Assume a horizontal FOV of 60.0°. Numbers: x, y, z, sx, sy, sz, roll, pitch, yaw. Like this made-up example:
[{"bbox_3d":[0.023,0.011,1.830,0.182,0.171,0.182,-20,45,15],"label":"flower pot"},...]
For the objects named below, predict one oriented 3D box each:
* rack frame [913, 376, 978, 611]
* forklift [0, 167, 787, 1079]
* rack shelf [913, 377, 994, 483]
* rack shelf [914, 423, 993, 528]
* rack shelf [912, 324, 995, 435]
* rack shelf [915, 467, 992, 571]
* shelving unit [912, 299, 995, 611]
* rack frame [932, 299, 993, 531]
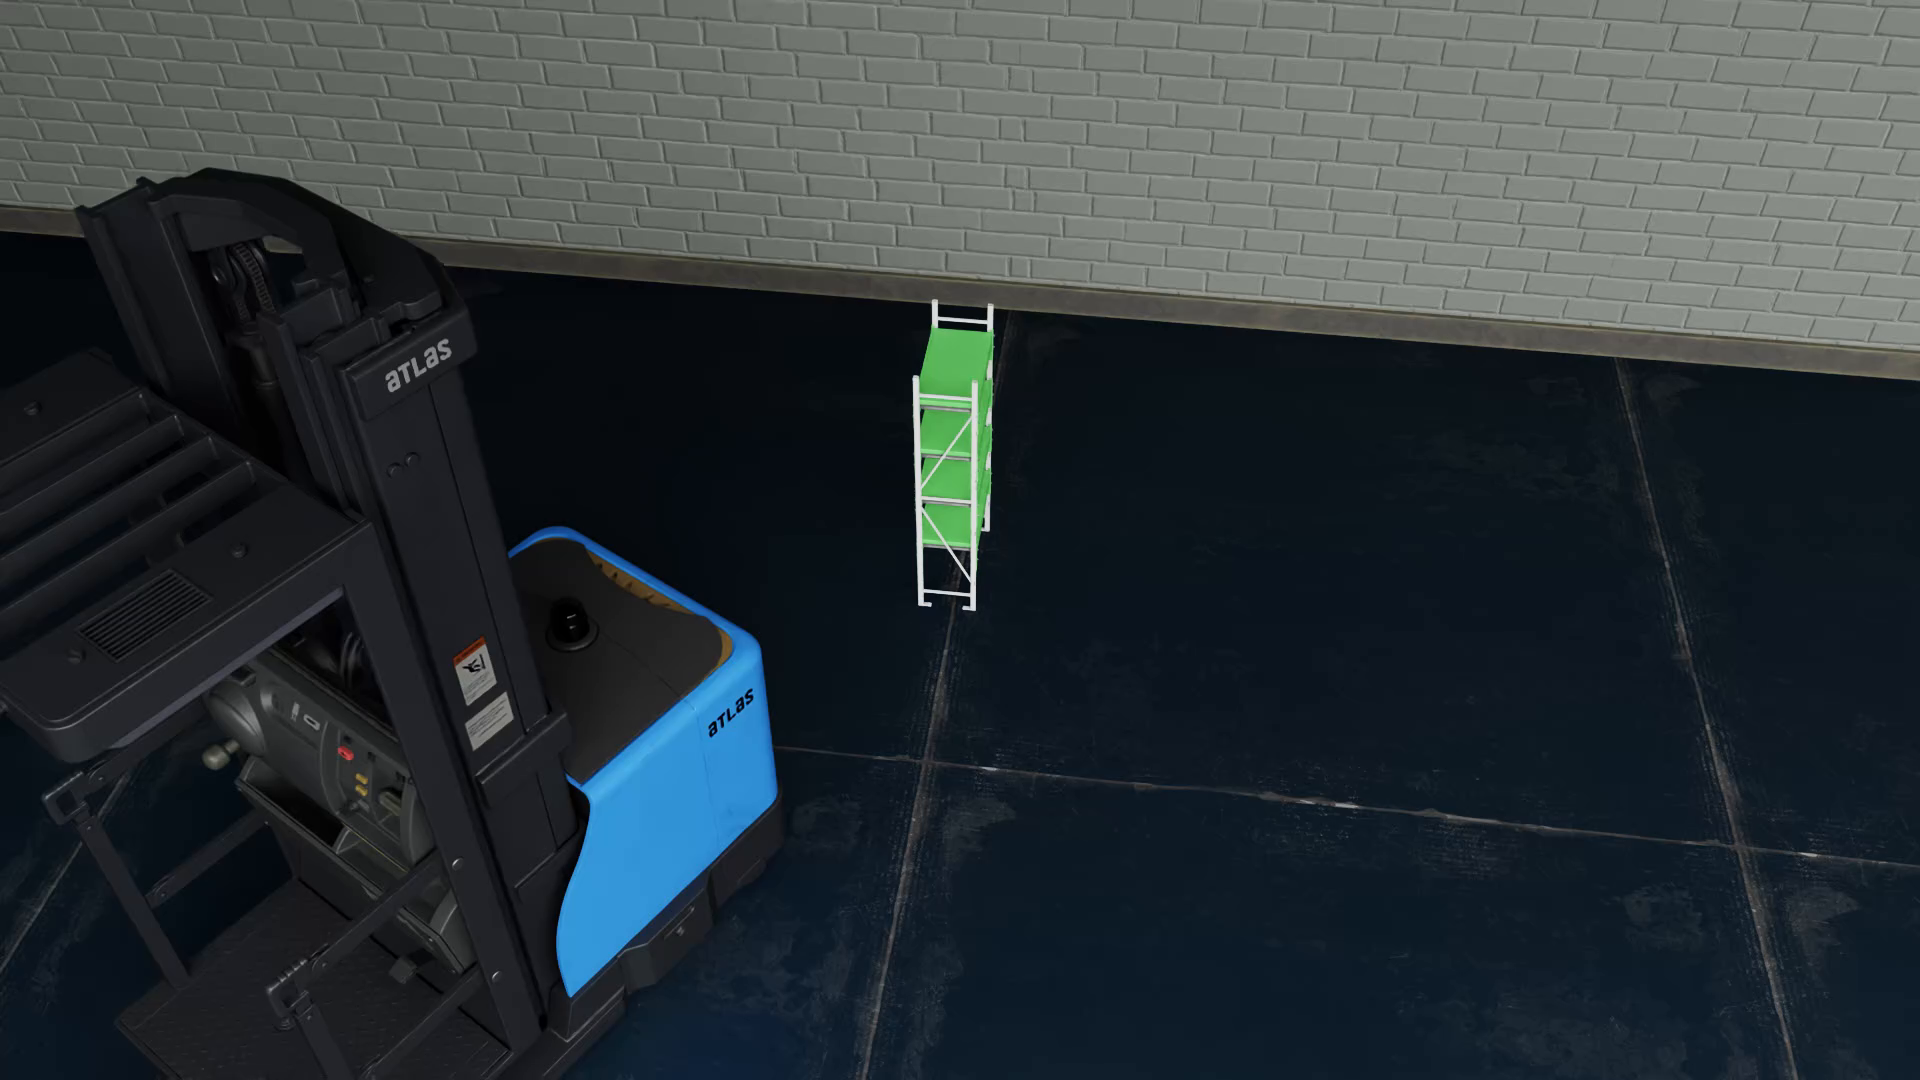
[{"bbox_3d":[-0.054,-0.157,6.543,0.240,1.200,0.015,5,44,6],"label":"rack frame"},{"bbox_3d":[-1.914,0.649,4.433,1.130,2.935,3.031,27,50,26],"label":"forklift"},{"bbox_3d":[-0.022,-0.451,6.597,0.258,0.148,0.480,5,44,6],"label":"rack shelf"},{"bbox_3d":[-0.022,-0.276,6.762,0.258,0.148,0.480,5,44,6],"label":"rack shelf"},{"bbox_3d":[-0.022,-0.625,6.432,0.258,0.148,0.480,5,44,6],"label":"rack shelf"},{"bbox_3d":[-0.022,-0.102,6.927,0.258,0.148,0.480,5,44,6],"label":"rack shelf"},{"bbox_3d":[-0.022,-0.323,6.718,0.258,1.200,0.503,5,44,6],"label":"shelving unit"},{"bbox_3d":[0.010,-0.489,6.894,0.240,1.200,0.015,5,44,6],"label":"rack frame"}]
